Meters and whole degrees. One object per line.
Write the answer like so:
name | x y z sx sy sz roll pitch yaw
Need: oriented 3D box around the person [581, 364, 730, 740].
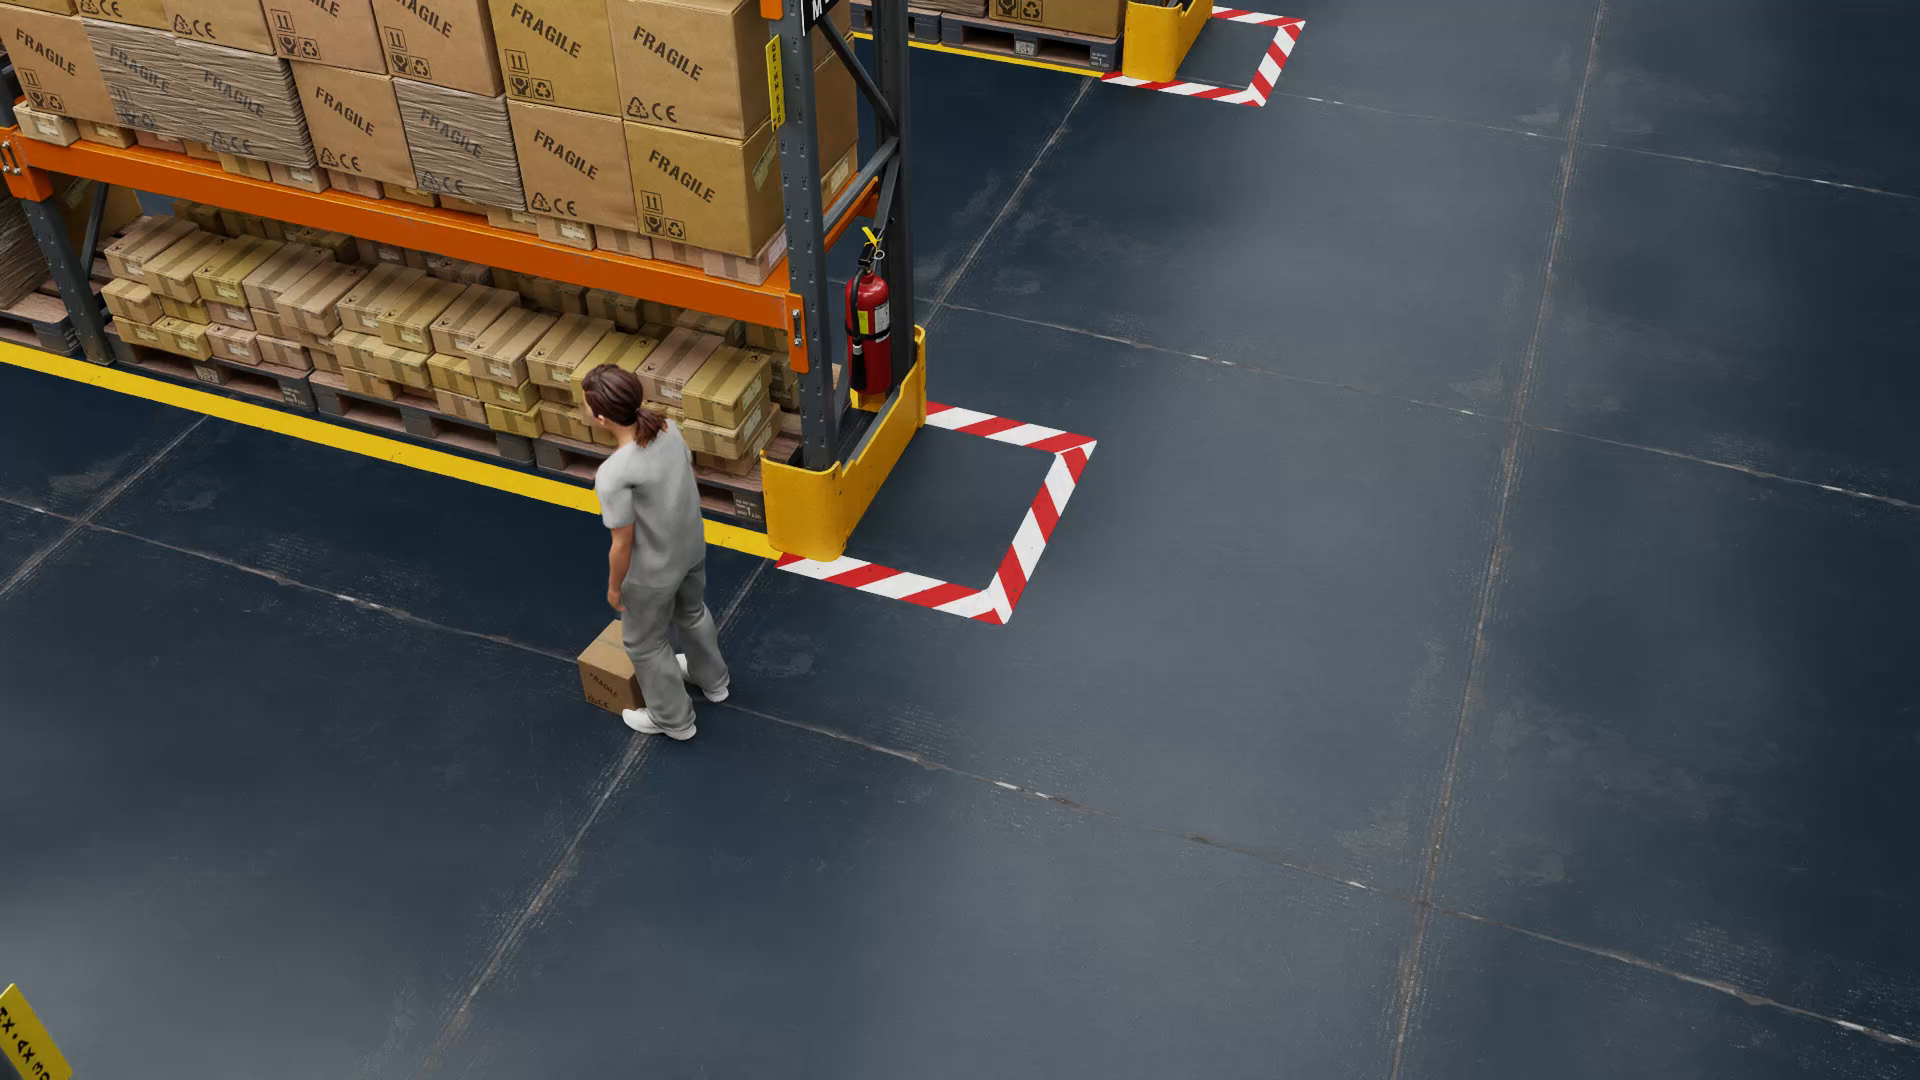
person | -1.116 0.061 6.091 0.358 1.673 0.492 20 45 21
